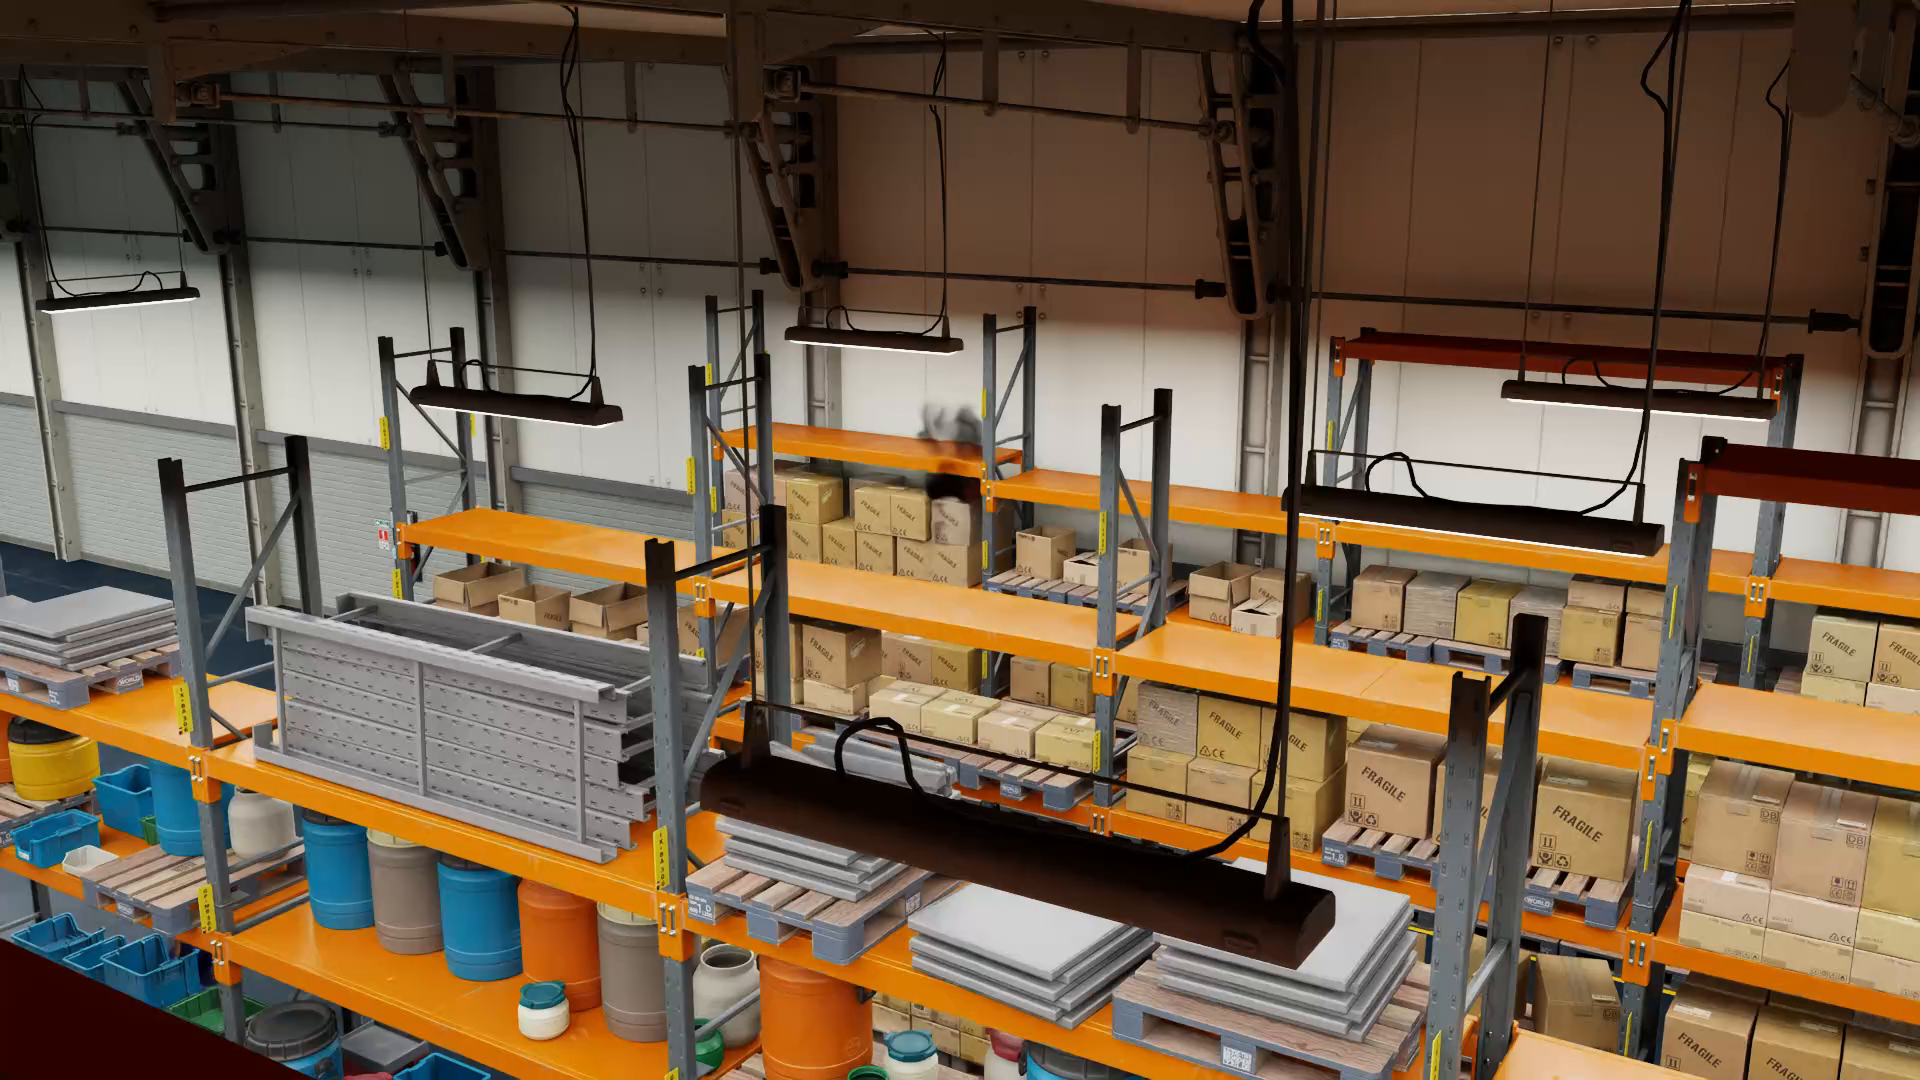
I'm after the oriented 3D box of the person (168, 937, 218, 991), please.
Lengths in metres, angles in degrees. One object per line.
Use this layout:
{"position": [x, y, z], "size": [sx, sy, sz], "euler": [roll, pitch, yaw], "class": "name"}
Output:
{"position": [-7.008, 3.699, 15.162], "size": [0.584, 1.519, 0.604], "euler": [7, 15, 26], "class": "person"}
